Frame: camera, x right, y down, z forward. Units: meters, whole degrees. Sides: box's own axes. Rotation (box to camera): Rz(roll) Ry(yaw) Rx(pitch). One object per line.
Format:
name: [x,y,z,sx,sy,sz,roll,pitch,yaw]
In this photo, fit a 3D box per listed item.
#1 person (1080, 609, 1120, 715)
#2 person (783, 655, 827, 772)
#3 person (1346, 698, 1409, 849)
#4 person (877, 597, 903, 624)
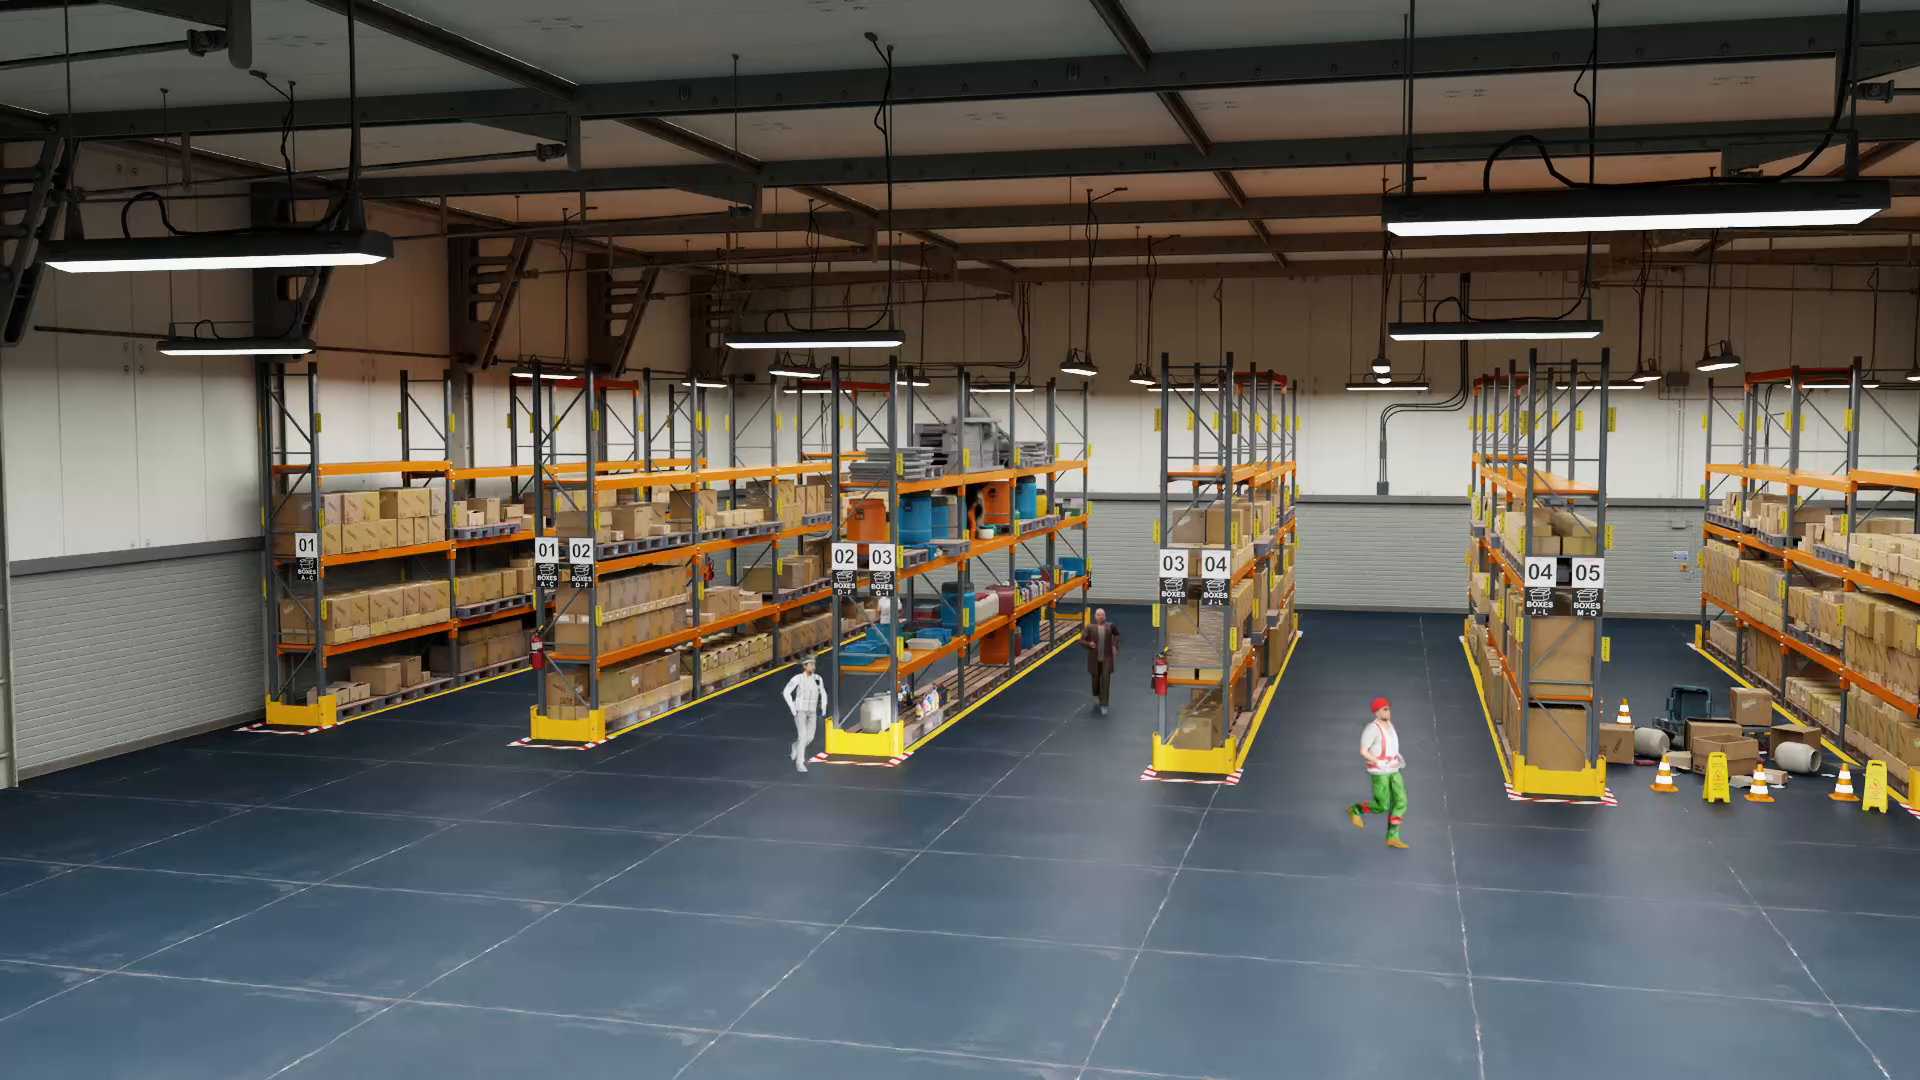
person: [2.425,2.072,28.747,0.710,1.781,1.036,0,4,2]
person: [-2.250,2.492,24.178,0.671,1.659,0.571,-2,5,-29]
person: [5.012,2.748,19.788,0.669,1.754,0.825,-3,5,-40]
person: [-1.476,1.741,34.566,0.550,1.655,0.544,1,4,9]
